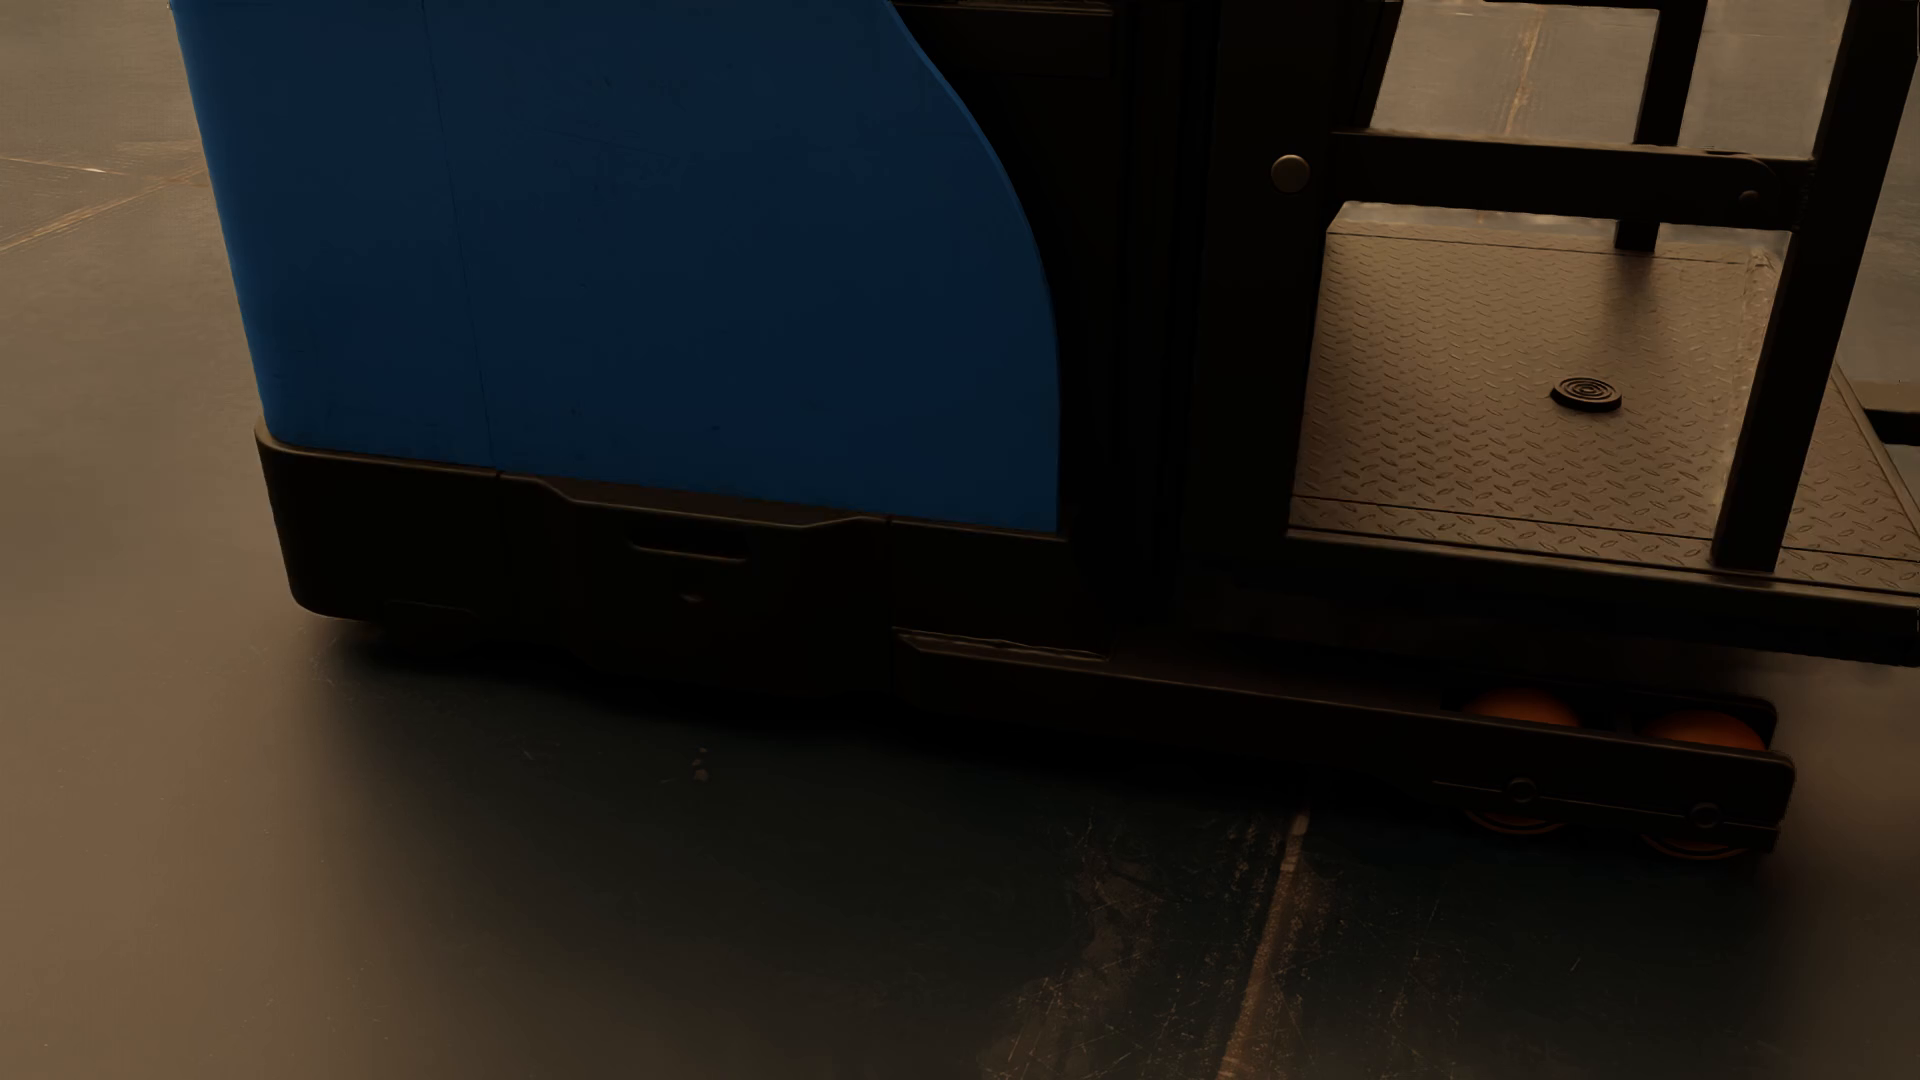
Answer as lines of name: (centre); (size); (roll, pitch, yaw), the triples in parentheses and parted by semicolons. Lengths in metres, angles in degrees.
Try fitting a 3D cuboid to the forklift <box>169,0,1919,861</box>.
forklift: (0.667, -1.205, 1.653); (3.031, 2.935, 1.130); (7, 30, 11)
